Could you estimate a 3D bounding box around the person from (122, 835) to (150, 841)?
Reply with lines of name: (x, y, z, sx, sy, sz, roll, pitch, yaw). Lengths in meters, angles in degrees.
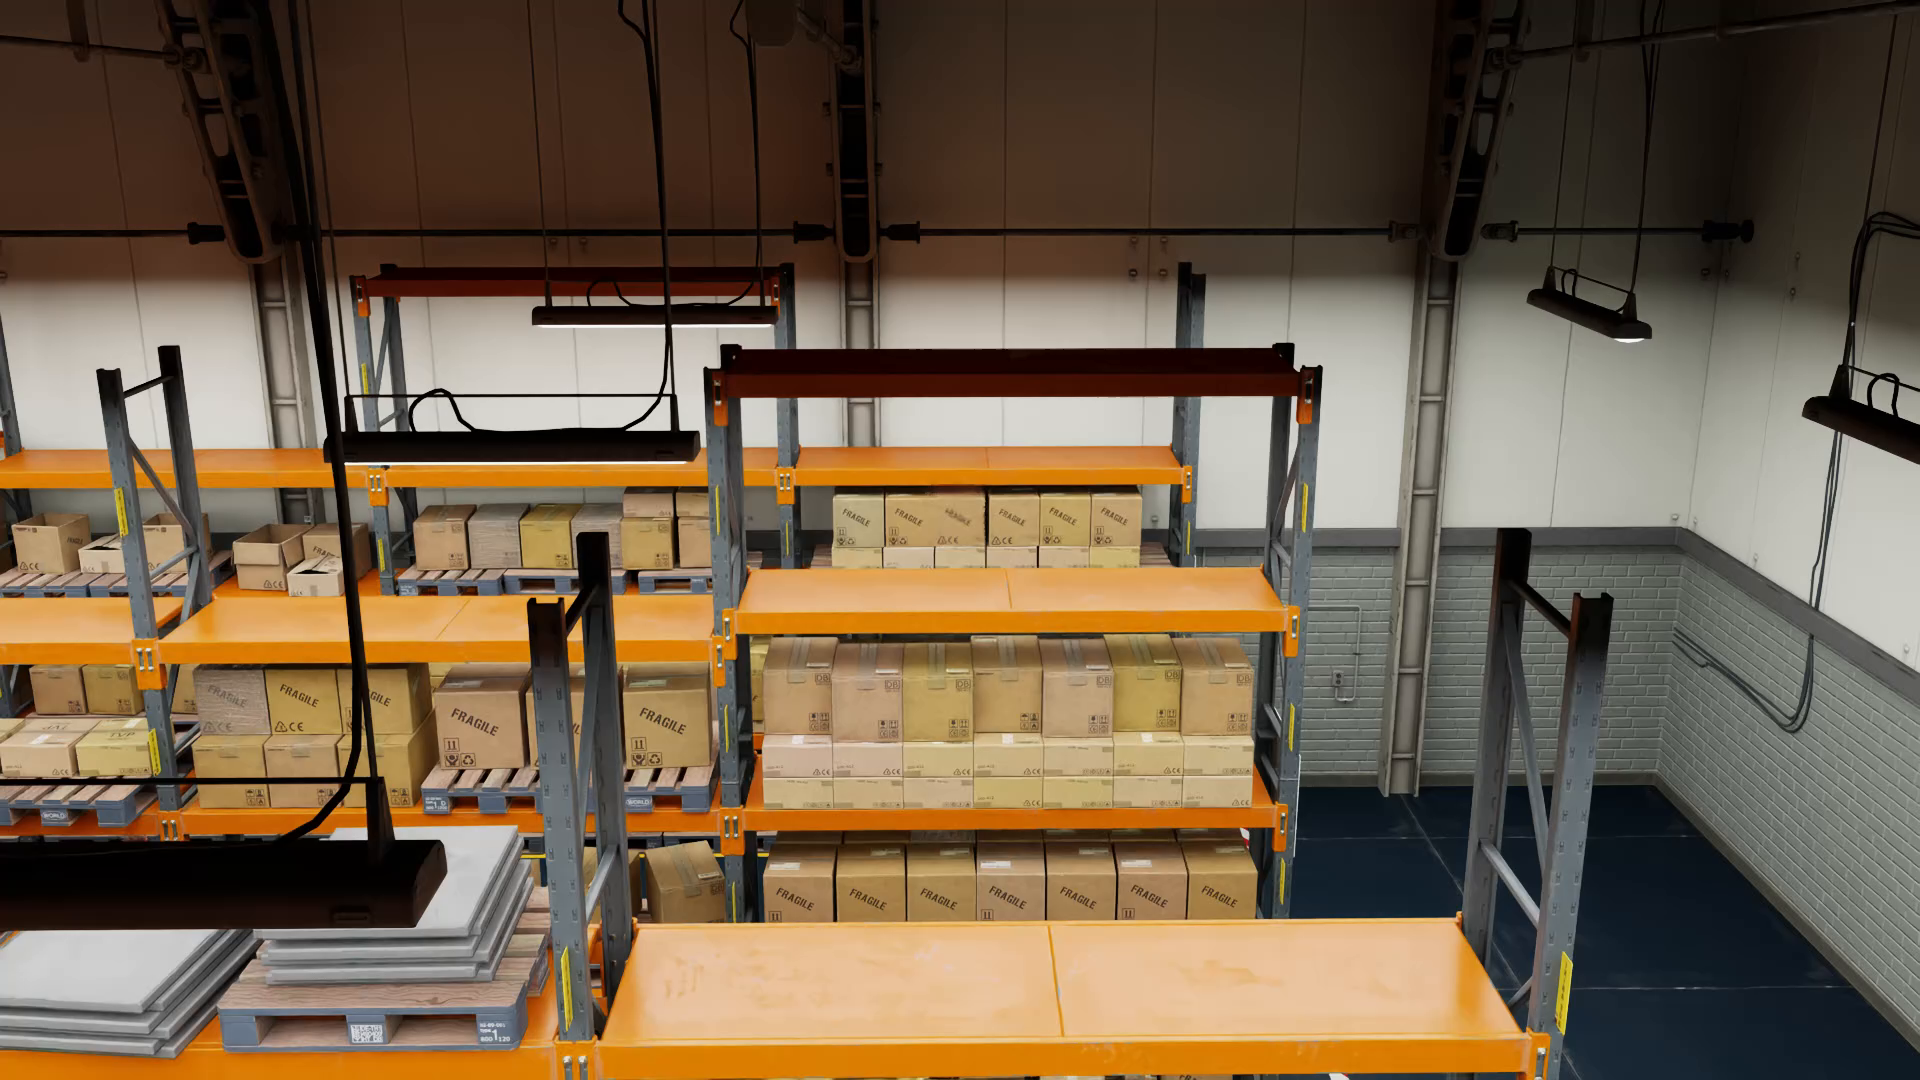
person: (-7.145, 3.263, 14.482, 0.441, 1.586, 0.451, 2, 16, 5)
